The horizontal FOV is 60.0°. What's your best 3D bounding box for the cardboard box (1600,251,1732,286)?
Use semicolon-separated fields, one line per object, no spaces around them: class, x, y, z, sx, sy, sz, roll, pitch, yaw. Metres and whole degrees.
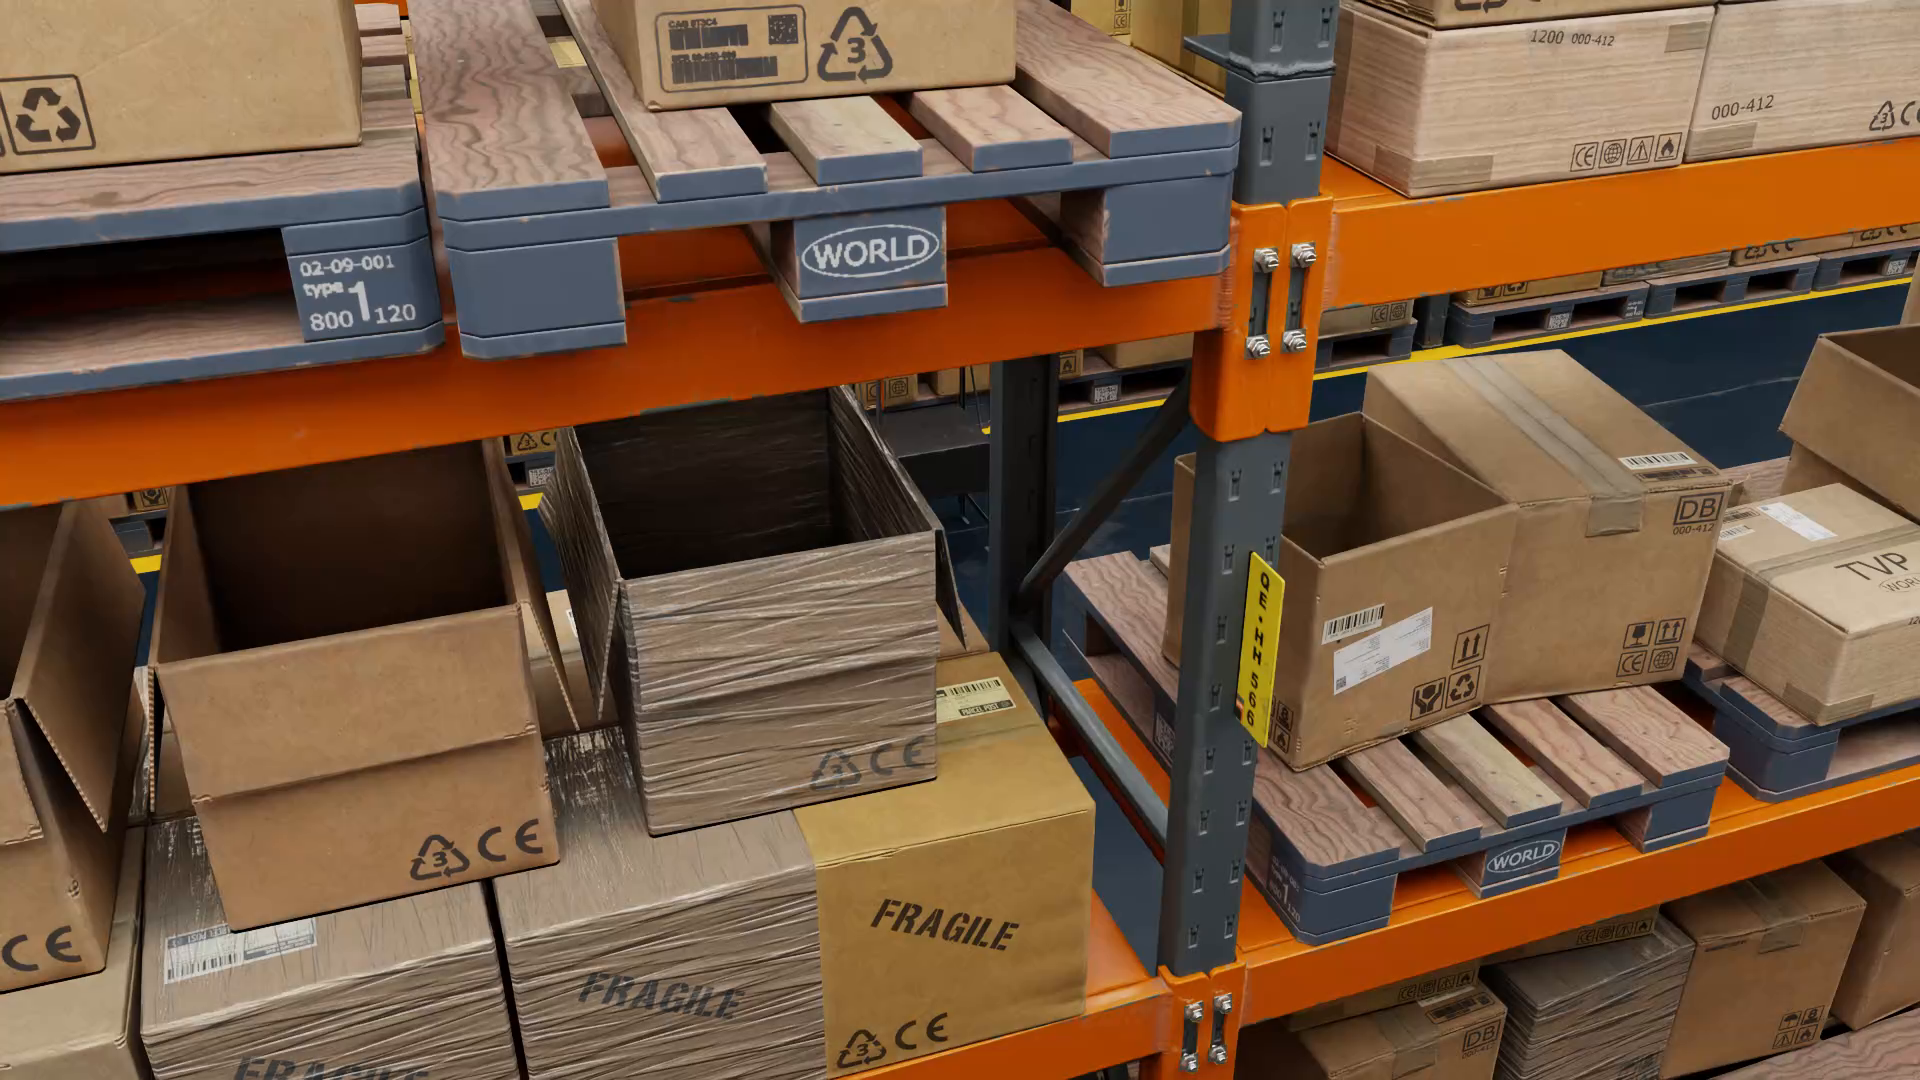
cardboard box;3.865;-2.072;9.579;0.875;0.875;0.875;-10;31;-17

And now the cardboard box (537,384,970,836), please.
cardboard box;-0.397;0.069;2.985;0.637;0.503;0.797;-9;31;-16

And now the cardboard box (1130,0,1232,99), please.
cardboard box;0.654;-1.005;3.104;0.500;0.250;0.500;-10;31;-18

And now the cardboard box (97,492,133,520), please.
cardboard box;-3.810;-0.392;7.008;0.500;0.500;0.500;-9;31;-15

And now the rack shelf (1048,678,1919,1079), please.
rack shelf;2.168;0.397;4.250;4.000;0.370;1.077;-10;31;-18

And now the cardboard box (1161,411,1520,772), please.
cardboard box;0.786;0.092;3.534;0.500;0.500;0.500;-14;33;-24

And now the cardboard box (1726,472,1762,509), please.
cardboard box;1.763;-0.108;4.120;0.258;0.266;0.396;-11;32;-19

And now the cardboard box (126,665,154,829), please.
cardboard box;-1.687;0.609;3.050;0.500;0.500;0.500;-10;31;-17

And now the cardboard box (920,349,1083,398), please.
cardboard box;0.079;-1.310;8.368;0.750;0.750;1.050;-10;31;-17

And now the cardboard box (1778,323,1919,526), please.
cardboard box;2.450;-0.146;3.948;0.637;0.503;0.797;-7;30;-13

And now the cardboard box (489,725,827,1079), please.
cardboard box;-0.552;0.670;2.944;0.500;0.500;0.500;-11;31;-18

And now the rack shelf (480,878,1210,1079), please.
rack shelf;-1.581;1.087;3.038;4.000;0.370;1.077;-10;31;-18

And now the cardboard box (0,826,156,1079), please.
cardboard box;-1.514;0.848;2.630;0.500;0.500;0.500;-10;31;-17

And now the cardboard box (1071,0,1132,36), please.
cardboard box;0.516;-2.706;7.858;0.500;0.500;0.700;-11;31;-18

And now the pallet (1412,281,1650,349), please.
pallet;3.148;-1.463;9.605;1.213;0.211;1.003;-10;31;-18

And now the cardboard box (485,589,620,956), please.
cardboard box;-0.739;0.434;3.357;0.500;0.500;0.500;-11;32;-19

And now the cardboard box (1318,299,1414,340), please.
cardboard box;1.858;-1.636;8.939;0.750;0.750;1.050;-11;31;-18

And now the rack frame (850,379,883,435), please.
rack frame;-0.384;-0.842;6.606;0.015;2.100;0.400;-10;31;-18

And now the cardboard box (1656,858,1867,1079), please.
cardboard box;1.959;0.997;4.551;0.500;0.500;0.700;-8;31;-13

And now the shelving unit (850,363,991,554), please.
shelving unit;-0.155;-0.884;6.680;0.503;2.100;0.431;-10;31;-18

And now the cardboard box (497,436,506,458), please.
cardboard box;-2.354;-0.663;7.484;0.500;0.500;0.500;-9;31;-16

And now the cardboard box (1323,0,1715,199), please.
cardboard box;0.823;-0.772;2.696;0.500;0.250;0.500;-10;31;-17

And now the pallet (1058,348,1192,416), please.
pallet;0.566;-0.987;8.770;1.213;0.211;1.003;-10;31;-18

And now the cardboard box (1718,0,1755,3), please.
cardboard box;1.301;-1.182;2.659;0.500;0.500;0.500;-10;31;-17

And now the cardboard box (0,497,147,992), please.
cardboard box;-1.635;0.299;2.581;0.637;0.503;0.797;-9;31;-16

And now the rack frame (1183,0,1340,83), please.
rack frame;0.294;-2.177;1.981;0.127;3.000;1.000;-10;31;-18

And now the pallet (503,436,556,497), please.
pallet;-2.074;-0.543;7.990;1.213;0.211;1.003;-10;31;-18

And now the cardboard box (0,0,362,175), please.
cardboard box;-1.031;-0.771;2.018;0.500;0.500;0.500;-9;31;-15

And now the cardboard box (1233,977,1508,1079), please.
cardboard box;0.915;1.199;4.195;0.500;0.500;0.700;-12;32;-20

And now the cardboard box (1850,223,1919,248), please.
cardboard box;5.544;-2.382;10.122;0.875;0.875;0.875;-10;31;-17

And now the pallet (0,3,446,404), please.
pallet;-1.338;-0.462;2.191;1.213;0.211;1.003;-9;31;-15

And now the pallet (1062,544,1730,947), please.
pallet;0.925;0.340;3.816;1.003;0.211;1.213;-10;31;-18

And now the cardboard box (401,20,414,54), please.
cardboard box;-2.324;-2.143;7.210;0.250;0.149;0.380;-11;31;-18

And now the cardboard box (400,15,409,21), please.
cardboard box;-3.838;-3.347;11.817;0.875;0.875;0.875;-11;31;-18

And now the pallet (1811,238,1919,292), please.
pallet;5.435;-1.884;10.344;1.213;0.211;1.003;-10;31;-18

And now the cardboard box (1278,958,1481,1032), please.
cardboard box;0.911;0.869;4.018;0.500;0.250;0.500;-9;31;-16

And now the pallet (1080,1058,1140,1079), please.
pallet;1.027;1.507;4.392;1.213;0.211;1.003;-10;31;-18

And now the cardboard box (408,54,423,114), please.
cardboard box;-2.122;-1.836;6.671;0.250;0.149;0.380;-9;31;-16

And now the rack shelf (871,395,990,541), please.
rack shelf;-0.155;-0.264;7.033;0.480;0.518;0.431;-10;31;-18

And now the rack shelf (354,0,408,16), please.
rack shelf;-5.036;-3.511;11.108;4.000;0.370;1.077;-10;31;-18
